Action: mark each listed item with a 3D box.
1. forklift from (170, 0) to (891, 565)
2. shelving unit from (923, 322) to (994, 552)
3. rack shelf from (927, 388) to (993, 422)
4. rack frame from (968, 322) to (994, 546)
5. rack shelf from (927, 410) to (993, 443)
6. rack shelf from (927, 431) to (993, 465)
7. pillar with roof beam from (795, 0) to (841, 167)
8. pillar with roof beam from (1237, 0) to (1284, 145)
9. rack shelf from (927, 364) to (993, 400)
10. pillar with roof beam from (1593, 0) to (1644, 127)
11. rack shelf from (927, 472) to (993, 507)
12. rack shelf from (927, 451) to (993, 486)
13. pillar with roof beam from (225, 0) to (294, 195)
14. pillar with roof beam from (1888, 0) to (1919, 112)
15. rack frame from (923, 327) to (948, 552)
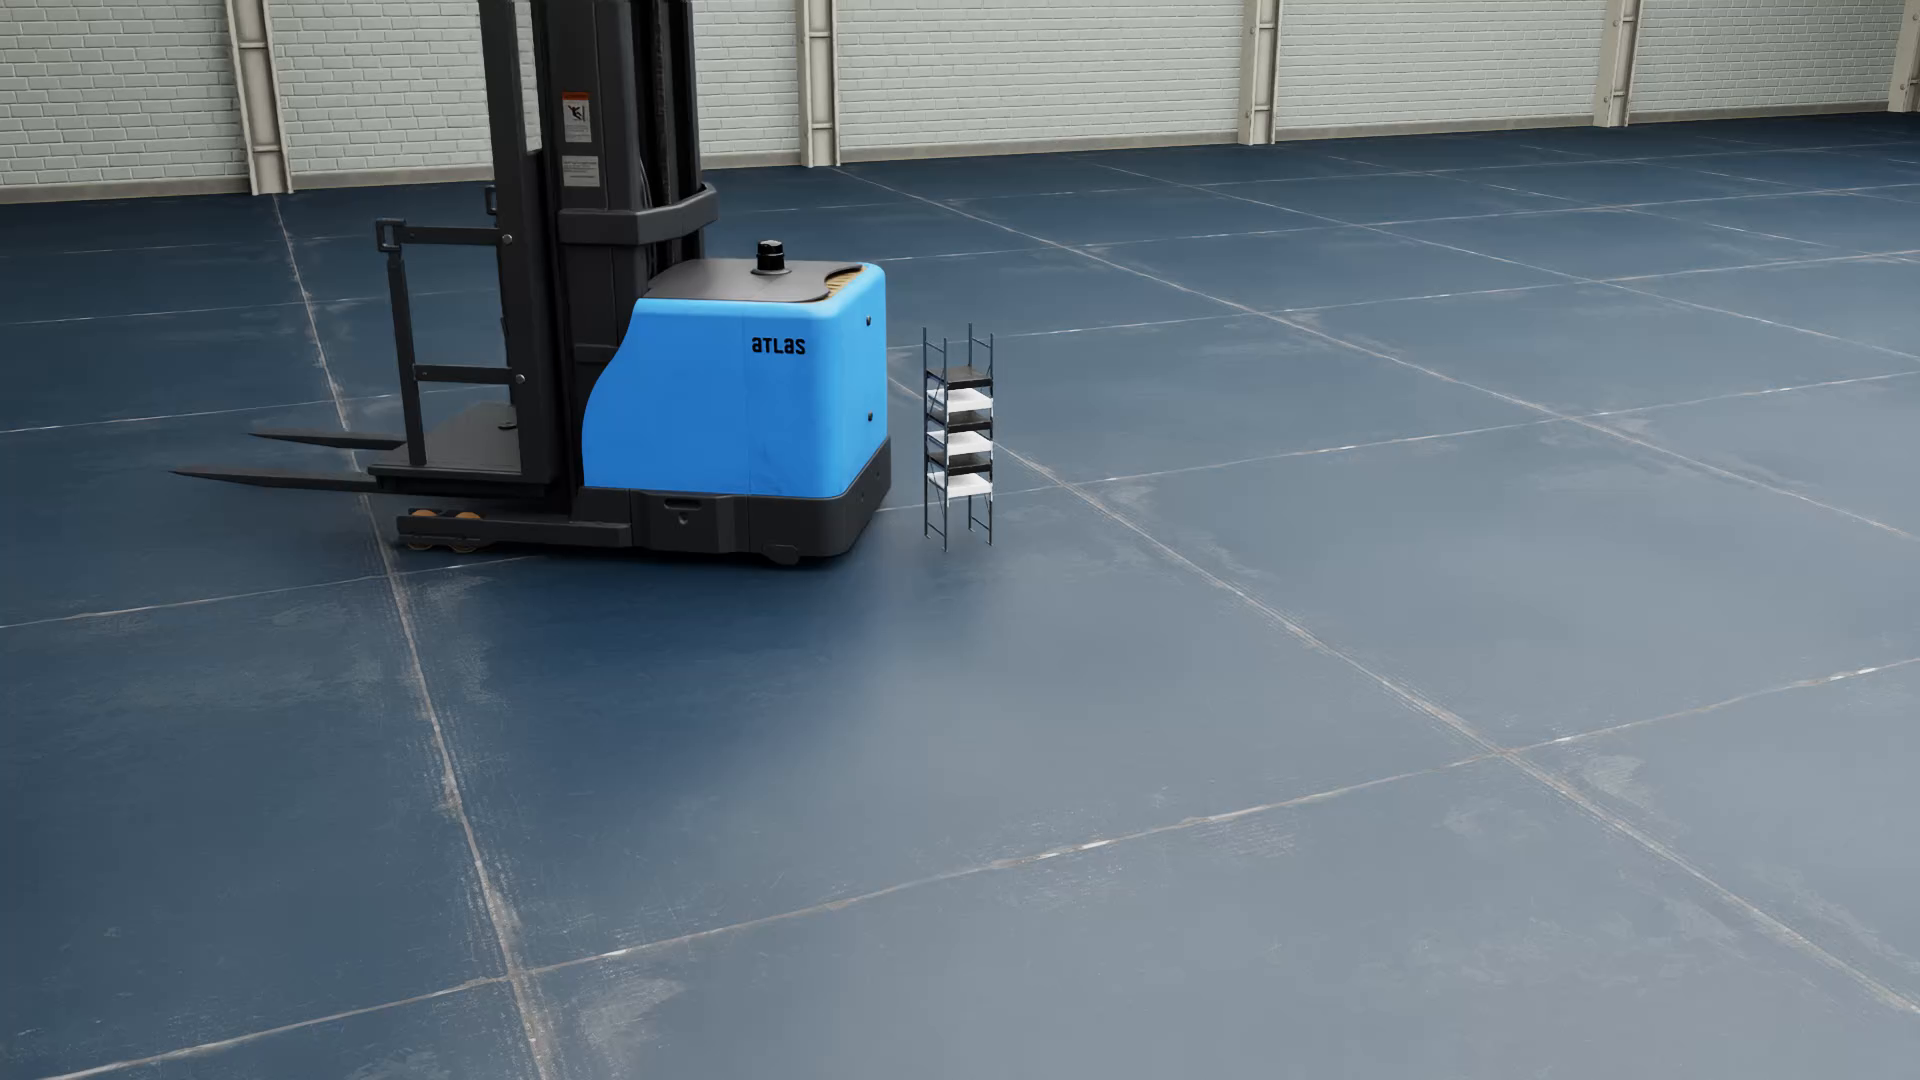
[{"bbox_3d":[-1.874,-1.497,6.860,3.031,2.935,1.130,3,20,9],"label":"forklift"},{"bbox_3d":[-0.007,-0.423,6.870,0.210,0.900,0.258,-8,21,-22],"label":"shelving unit"},{"bbox_3d":[-0.007,-0.562,6.821,0.200,0.077,0.258,-8,21,-22],"label":"rack shelf"},{"bbox_3d":[0.086,-0.437,6.908,0.006,0.900,0.240,-8,21,-22],"label":"rack frame"},{"bbox_3d":[-0.007,-0.477,6.851,0.200,0.077,0.258,-8,21,-22],"label":"rack shelf"},{"bbox_3d":[-0.007,-0.392,6.881,0.200,0.077,0.258,-8,21,-22],"label":"rack shelf"},{"bbox_3d":[0.066,-7.336,14.307,0.400,9.000,9.100,-8,21,-22],"label":"pillar with roof beam"},{"bbox_3d":[5.575,-8.125,16.549,0.400,9.000,9.100,-8,21,-22],"label":"pillar with roof beam"},{"bbox_3d":[-0.007,-0.647,6.791,0.200,0.077,0.258,-8,21,-22],"label":"rack shelf"},{"bbox_3d":[11.085,-8.914,18.790,0.400,9.000,9.100,-8,21,-22],"label":"pillar with roof beam"},{"bbox_3d":[-0.007,-0.222,6.940,0.200,0.077,0.258,-8,21,-22],"label":"rack shelf"},{"bbox_3d":[-0.007,-0.307,6.911,0.200,0.077,0.258,-8,21,-22],"label":"rack shelf"},{"bbox_3d":[-5.443,-6.546,12.065,0.400,9.000,9.100,-8,21,-22],"label":"pillar with roof beam"},{"bbox_3d":[16.594,-9.704,21.032,0.400,9.000,9.100,-8,21,-22],"label":"pillar with roof beam"},{"bbox_3d":[-0.101,-0.410,6.832,0.006,0.900,0.240,-8,21,-22],"label":"rack frame"}]
